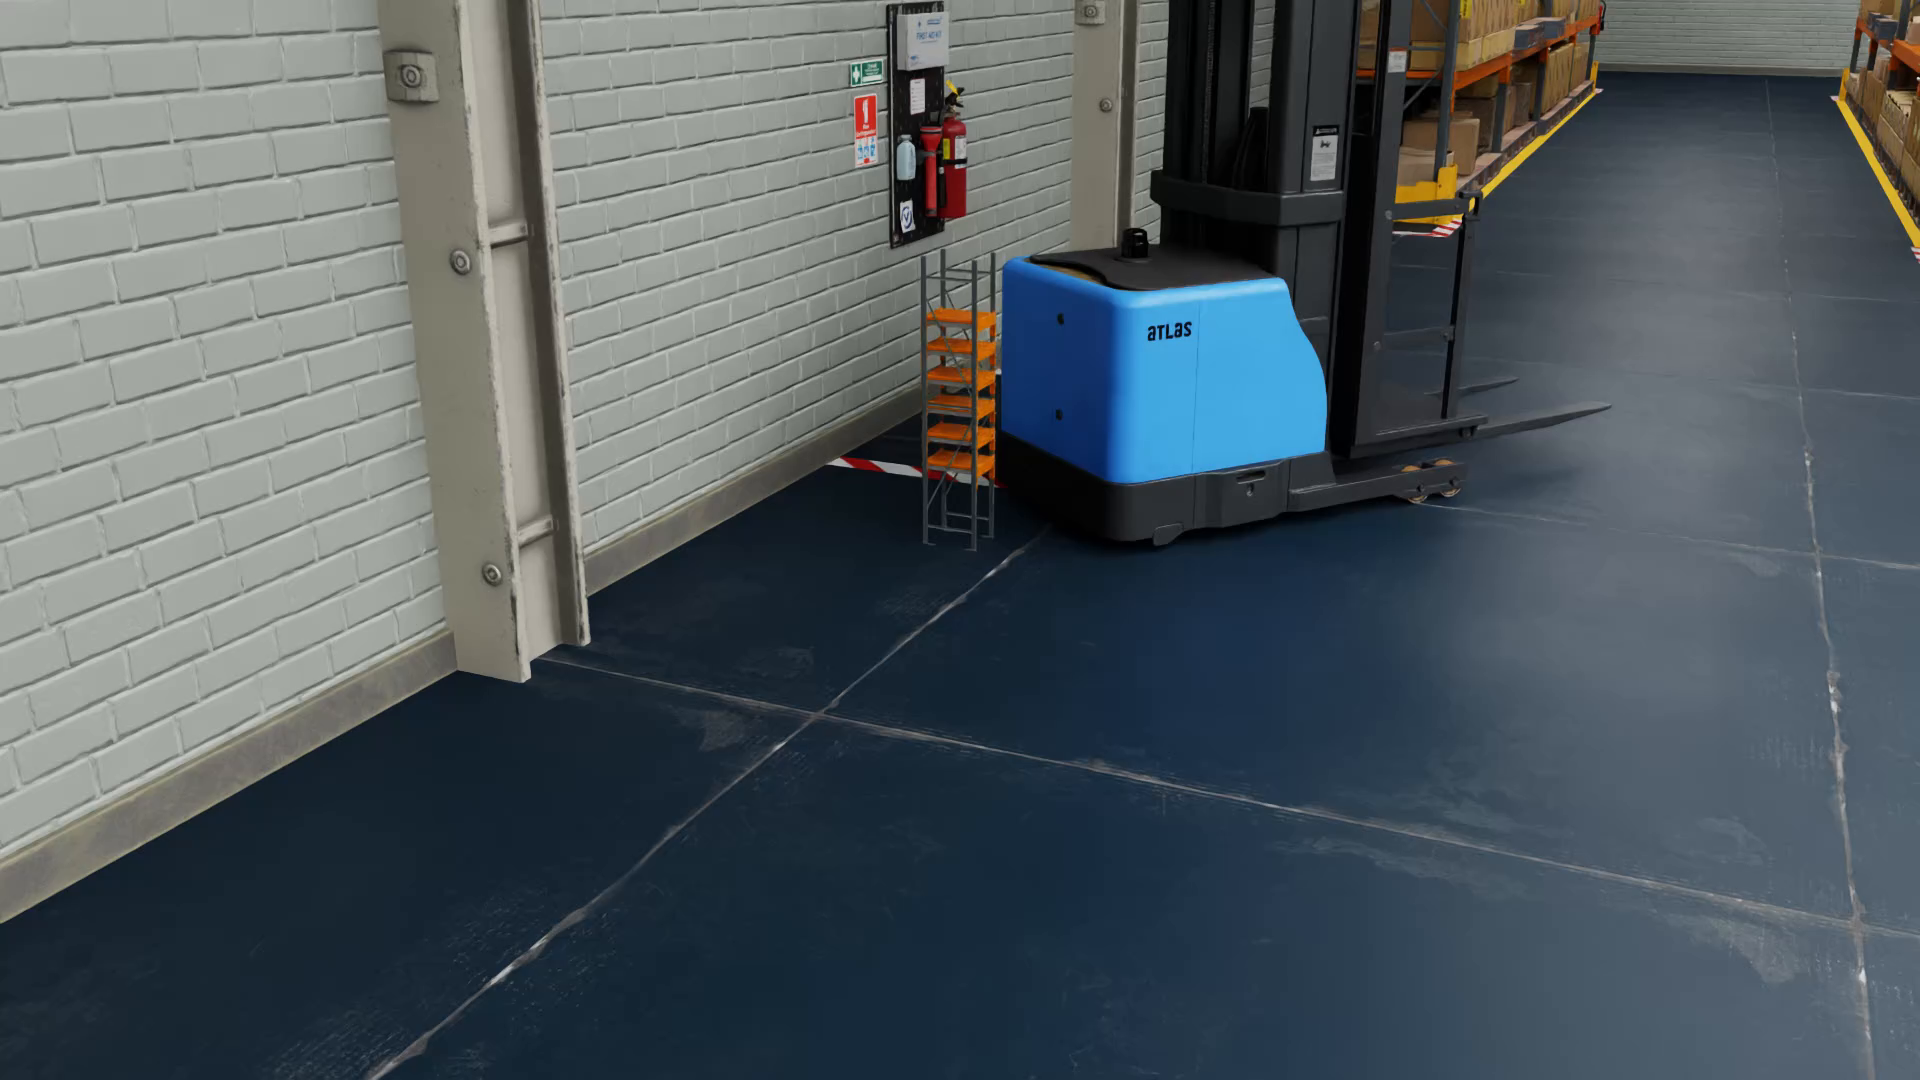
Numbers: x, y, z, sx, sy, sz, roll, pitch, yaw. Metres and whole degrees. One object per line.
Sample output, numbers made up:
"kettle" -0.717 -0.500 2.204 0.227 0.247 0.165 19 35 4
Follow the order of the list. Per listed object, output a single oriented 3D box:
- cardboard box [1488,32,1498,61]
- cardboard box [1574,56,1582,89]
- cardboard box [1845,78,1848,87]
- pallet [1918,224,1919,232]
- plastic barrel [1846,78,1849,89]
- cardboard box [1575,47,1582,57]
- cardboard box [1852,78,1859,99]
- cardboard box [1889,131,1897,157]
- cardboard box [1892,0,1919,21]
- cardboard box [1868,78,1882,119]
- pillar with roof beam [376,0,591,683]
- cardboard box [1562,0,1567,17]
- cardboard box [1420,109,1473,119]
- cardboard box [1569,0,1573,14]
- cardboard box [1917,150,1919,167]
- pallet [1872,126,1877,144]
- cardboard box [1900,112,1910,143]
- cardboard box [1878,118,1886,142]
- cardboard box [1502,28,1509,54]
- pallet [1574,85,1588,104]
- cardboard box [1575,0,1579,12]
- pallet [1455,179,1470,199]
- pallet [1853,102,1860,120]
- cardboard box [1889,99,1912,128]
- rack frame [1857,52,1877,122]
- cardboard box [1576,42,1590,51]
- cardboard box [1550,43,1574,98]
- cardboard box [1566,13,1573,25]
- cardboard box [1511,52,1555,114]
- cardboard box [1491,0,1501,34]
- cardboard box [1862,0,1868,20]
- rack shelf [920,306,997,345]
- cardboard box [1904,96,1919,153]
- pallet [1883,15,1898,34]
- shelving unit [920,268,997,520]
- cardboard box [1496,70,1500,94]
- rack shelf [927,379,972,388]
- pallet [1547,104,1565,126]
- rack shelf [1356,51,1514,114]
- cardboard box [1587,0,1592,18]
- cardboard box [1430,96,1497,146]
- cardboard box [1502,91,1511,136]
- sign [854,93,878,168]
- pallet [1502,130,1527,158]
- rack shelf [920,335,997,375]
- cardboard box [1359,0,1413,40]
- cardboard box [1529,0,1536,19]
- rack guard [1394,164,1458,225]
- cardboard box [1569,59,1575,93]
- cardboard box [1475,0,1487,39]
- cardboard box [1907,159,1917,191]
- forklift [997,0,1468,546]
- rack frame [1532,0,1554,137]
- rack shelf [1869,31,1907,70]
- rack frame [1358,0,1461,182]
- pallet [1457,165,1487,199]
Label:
"cardboard box" 4.990 -4.862 16.357 0.500 0.250 0.500 9 21 23
"cardboard box" 9.613 -7.560 26.855 0.700 0.500 0.500 9 22 24
"cardboard box" 14.466 -7.343 26.739 0.380 0.149 0.250 9 21 23
"pallet" 8.674 -2.595 13.950 1.003 0.211 1.213 9 21 23
"plastic barrel" 14.612 -6.899 20.517 5.570 3.481 10.597 9 21 23
"cardboard box" 9.712 -7.796 26.548 0.380 0.149 0.250 8 21 21
"cardboard box" 13.594 -6.720 24.745 0.500 0.311 0.500 9 21 23
"cardboard box" 10.360 -4.272 17.980 0.500 0.250 0.500 9 21 24
"cardboard box" 11.830 -6.568 20.184 0.700 0.500 0.500 2 20 4
"cardboard box" 12.265 -5.782 21.824 0.500 0.500 0.500 8 21 21
"pillar with roof beam" 2.389 -3.248 2.672 9.100 9.000 0.400 9 21 23
"cardboard box" 8.013 -7.414 22.715 0.500 0.500 0.500 8 21 22
"cardboard box" 5.127 -4.277 17.593 0.500 0.500 0.500 7 21 19
"cardboard box" 8.419 -7.727 23.597 0.500 0.500 0.500 9 21 23
"cardboard box" 8.949 -3.590 14.944 0.500 0.500 0.500 9 21 23
"pallet" 12.015 -5.024 20.780 1.003 0.211 1.213 9 21 23
"cardboard box" 9.941 -4.222 17.003 0.500 0.311 0.500 9 21 23
"cardboard box" 10.987 -4.743 19.307 0.500 0.250 0.500 8 21 21
"cardboard box" 5.387 -5.172 17.228 0.500 0.250 0.500 9 21 23
"pallet" 9.673 -7.298 27.175 1.003 0.211 1.213 9 21 23
"cardboard box" 8.833 -8.037 24.468 0.500 0.500 0.500 8 21 22
"pallet" 4.274 -3.301 15.935 1.003 0.211 1.213 9 21 23
"pallet" 13.595 -6.233 24.181 1.003 0.211 1.213 9 21 23
"cardboard box" 10.564 -4.687 18.311 0.500 0.311 0.500 8 21 22
"rack frame" 13.313 -7.337 23.124 1.000 3.000 0.127 9 21 23
"cardboard box" 10.348 -8.273 27.889 0.380 0.149 0.250 8 21 22
"cardboard box" 8.644 -6.984 24.713 0.750 0.750 0.750 9 21 23
"cardboard box" 8.628 -7.523 23.990 0.380 0.149 0.250 9 21 23
"cardboard box" 7.513 -6.405 22.415 0.885 1.199 0.750 8 21 22
"cardboard box" 4.977 -5.211 16.219 0.500 0.500 0.500 9 22 24
"cardboard box" 14.114 -8.196 25.390 0.500 0.500 0.500 8 21 23
"rack shelf" -0.006 -0.858 6.650 0.258 0.103 0.180 9 21 23
"cardboard box" 9.561 -4.049 16.234 0.500 0.500 0.500 9 21 23
"pallet" 12.467 -6.619 21.391 1.003 0.211 1.213 9 21 23
"shelving unit" -0.005 -0.561 6.756 0.258 1.046 0.183 9 21 23
"cardboard box" 6.189 -5.475 19.843 0.500 0.250 0.500 8 21 21
"rack shelf" -0.006 -0.651 6.723 0.199 0.020 0.166 9 21 23
"pallet" 8.046 -6.082 23.755 1.003 0.211 1.213 9 21 23
"rack shelf" 9.216 -5.259 14.177 10.984 3.170 4.000 9 21 23
"cardboard box" 9.622 -8.767 26.696 0.980 0.700 0.700 7 21 20
"cardboard box" 5.802 -4.827 19.140 0.700 0.500 0.500 9 22 25
"cardboard box" 6.214 -5.143 20.026 0.700 0.500 0.500 9 21 23
"sign" 8.123 -3.676 12.682 11.513 0.391 16.451 9 21 23
"pallet" 6.332 -4.869 20.345 1.003 0.211 1.213 9 21 23
"rack shelf" -0.006 -0.745 6.690 0.258 0.103 0.180 9 21 23
"cardboard box" 3.877 -4.813 15.101 0.500 0.500 0.500 8 21 22
"cardboard box" 6.766 -6.728 20.605 0.700 0.500 0.500 6 21 18
"rack guard" 3.909 -3.193 15.201 1.175 0.500 0.348 9 21 23
"cardboard box" 9.192 -7.251 25.984 0.700 0.500 0.500 9 21 23
"cardboard box" 4.559 -4.894 15.329 0.500 0.500 0.500 9 21 23
"cardboard box" 9.151 -3.390 15.501 0.500 0.250 0.500 9 21 23
"forklift" 1.713 -1.690 7.346 3.031 2.935 1.130 -10 22 -27
"rack frame" 7.154 -6.793 21.594 1.000 3.000 0.127 9 21 23
"rack shelf" 12.494 -6.387 21.526 1.077 0.370 4.000 9 21 23
"rack frame" 3.878 -4.348 14.717 1.000 3.000 0.127 9 21 23
"pallet" 4.775 -3.672 16.979 1.003 0.211 1.213 9 21 23
